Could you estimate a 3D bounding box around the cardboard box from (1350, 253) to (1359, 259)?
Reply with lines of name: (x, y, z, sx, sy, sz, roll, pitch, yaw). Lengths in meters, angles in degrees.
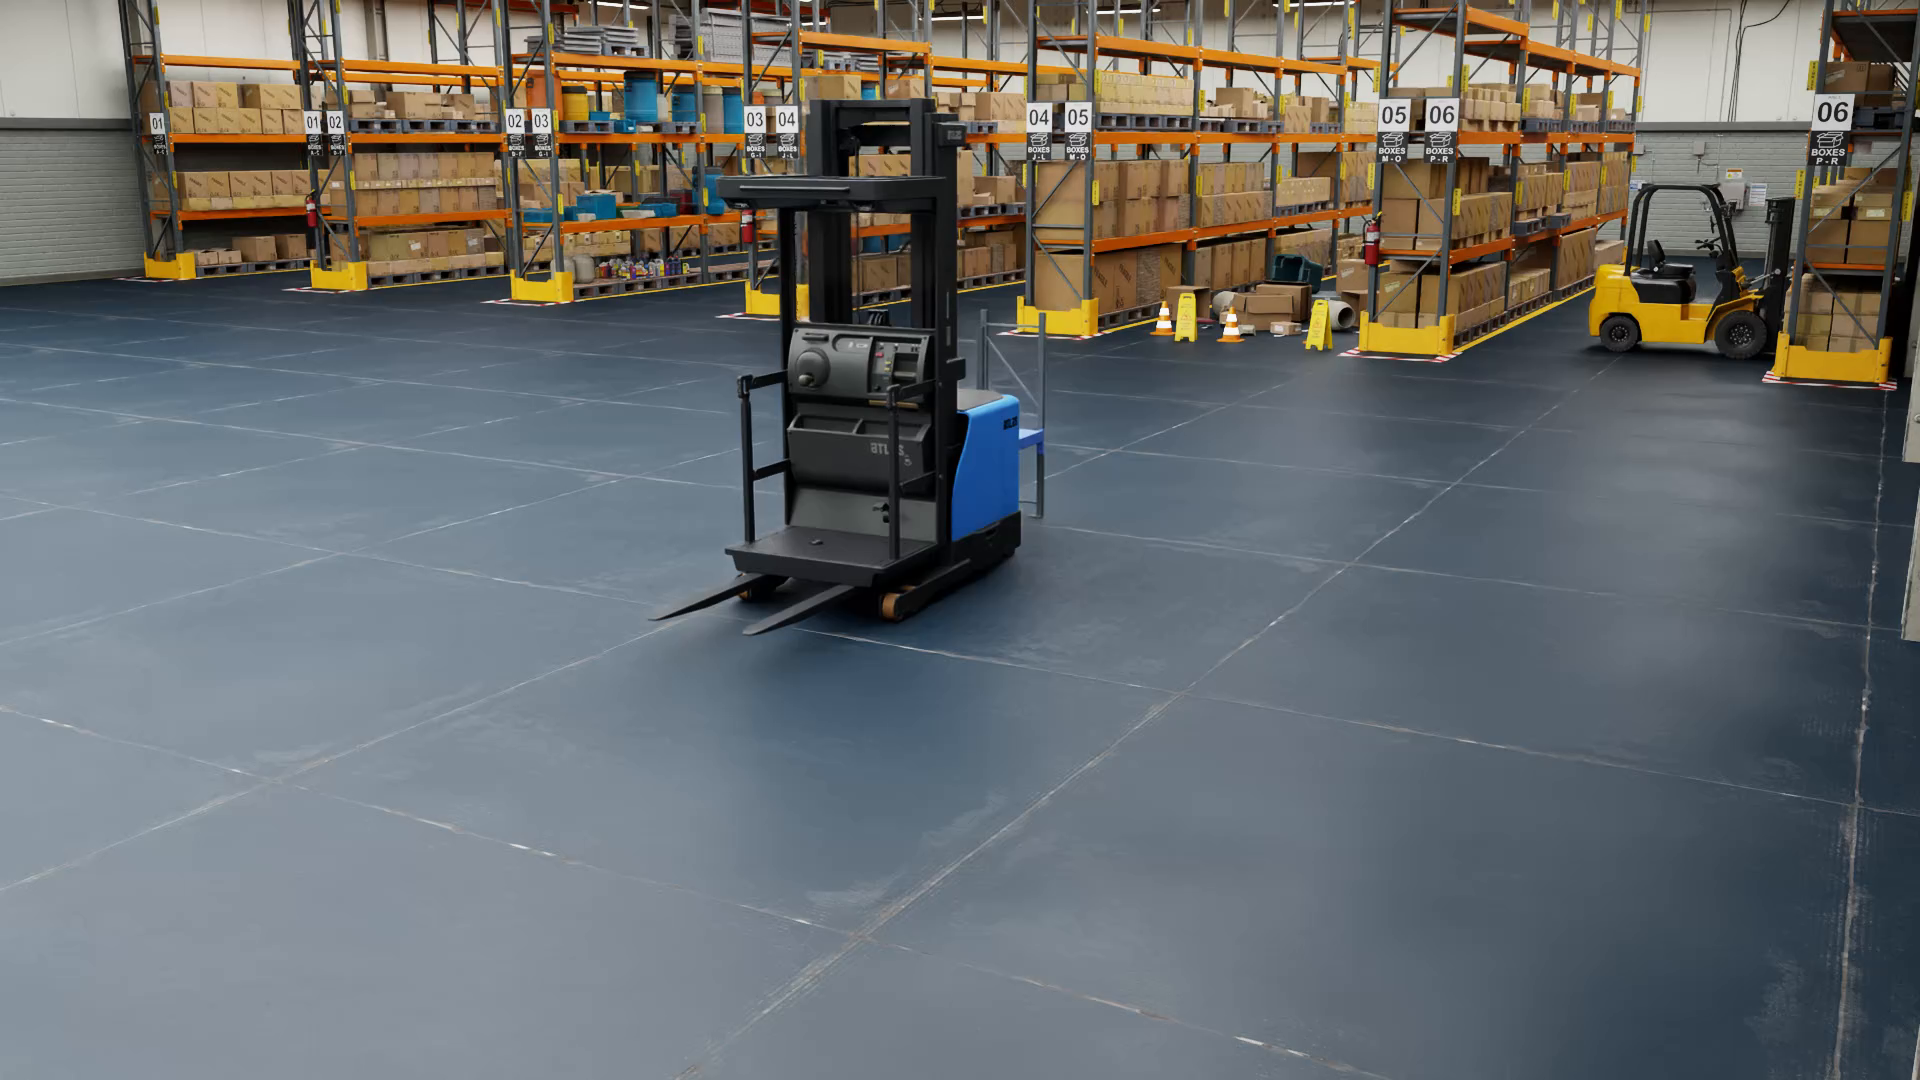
cardboard box: (8.260, -6.042, 35.380, 0.380, 0.149, 0.250, 7, 15, 27)

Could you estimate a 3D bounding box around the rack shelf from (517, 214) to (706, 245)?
rack shelf: (-6.252, -5.657, 30.132, 1.077, 0.370, 4.000, 7, 15, 28)

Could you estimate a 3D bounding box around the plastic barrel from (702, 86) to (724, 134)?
plastic barrel: (-4.913, -8.382, 32.431, 0.600, 0.901, 0.600, 0, 14, 0)

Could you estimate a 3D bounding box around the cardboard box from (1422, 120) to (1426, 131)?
cardboard box: (5.970, -5.459, 21.911, 0.380, 0.149, 0.250, 8, 16, 30)

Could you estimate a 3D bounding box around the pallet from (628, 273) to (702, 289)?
pallet: (-5.646, -4.928, 31.525, 1.003, 0.211, 1.213, 7, 15, 28)

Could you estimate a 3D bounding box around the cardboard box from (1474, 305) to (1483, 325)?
cardboard box: (6.930, -3.131, 23.092, 0.500, 0.250, 0.500, 9, 16, 32)

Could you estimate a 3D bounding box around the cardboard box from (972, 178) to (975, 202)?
cardboard box: (-0.192, -6.476, 30.879, 0.797, 0.503, 0.637, 9, 16, 34)

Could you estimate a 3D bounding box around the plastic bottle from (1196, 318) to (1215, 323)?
plastic bottle: (3.719, -3.314, 25.149, 0.283, 0.061, 0.133, 2, 14, 9)

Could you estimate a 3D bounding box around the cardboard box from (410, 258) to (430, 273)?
cardboard box: (-10.619, -5.316, 32.154, 0.500, 0.250, 0.500, 7, 15, 28)

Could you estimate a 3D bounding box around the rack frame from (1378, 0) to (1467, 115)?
rack frame: (5.792, -6.829, 20.658, 1.000, 3.000, 0.127, 7, 15, 28)

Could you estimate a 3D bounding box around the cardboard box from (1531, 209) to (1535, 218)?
cardboard box: (8.750, -5.108, 25.961, 0.380, 0.149, 0.250, 8, 15, 28)

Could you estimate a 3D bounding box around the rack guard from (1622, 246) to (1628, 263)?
rack guard: (13.538, -5.985, 35.290, 1.175, 0.500, 0.348, 7, 15, 28)

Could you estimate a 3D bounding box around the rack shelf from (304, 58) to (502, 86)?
rack shelf: (-10.586, -8.941, 31.807, 1.077, 0.370, 4.000, 7, 15, 28)

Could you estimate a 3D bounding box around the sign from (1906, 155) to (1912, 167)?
sign: (18.350, -7.283, 32.197, 0.100, 0.325, 0.005, 7, 15, 28)

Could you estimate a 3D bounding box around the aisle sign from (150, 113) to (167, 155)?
aisle sign: (-15.664, -7.934, 32.495, 0.394, 0.787, 0.004, 7, 15, 28)

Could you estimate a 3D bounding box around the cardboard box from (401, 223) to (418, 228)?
cardboard box: (-12.901, -7.354, 38.430, 0.500, 0.250, 0.500, 7, 15, 28)

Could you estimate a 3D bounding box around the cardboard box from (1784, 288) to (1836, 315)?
cardboard box: (10.089, -2.834, 19.726, 0.500, 0.250, 0.500, 8, 16, 30)

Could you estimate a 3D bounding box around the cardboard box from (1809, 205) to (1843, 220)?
cardboard box: (10.061, -3.817, 19.370, 0.380, 0.149, 0.250, 8, 16, 29)

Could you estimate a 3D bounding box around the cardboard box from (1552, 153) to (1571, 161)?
cardboard box: (11.463, -7.323, 31.780, 0.380, 0.149, 0.250, 7, 15, 27)

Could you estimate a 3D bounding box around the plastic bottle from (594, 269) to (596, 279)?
plastic bottle: (-6.715, -4.876, 30.391, 0.097, 0.201, 0.097, 0, 14, 0)

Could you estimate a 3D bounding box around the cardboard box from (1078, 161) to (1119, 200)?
cardboard box: (1.808, -5.245, 24.266, 0.875, 0.550, 0.550, 7, 15, 28)

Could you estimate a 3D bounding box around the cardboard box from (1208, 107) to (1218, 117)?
cardboard box: (4.062, -7.046, 27.388, 0.250, 0.149, 0.380, 7, 15, 28)

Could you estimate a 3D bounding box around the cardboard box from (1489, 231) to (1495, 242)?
cardboard box: (7.349, -4.301, 23.511, 0.380, 0.149, 0.250, 7, 15, 27)

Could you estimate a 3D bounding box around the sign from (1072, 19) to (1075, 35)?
sign: (2.444, -11.012, 35.681, 0.100, 0.325, 0.005, 7, 15, 28)

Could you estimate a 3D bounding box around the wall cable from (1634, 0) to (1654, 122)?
wall cable: (16.030, -11.310, 39.247, 0.463, 3.000, 0.029, 7, 15, 28)

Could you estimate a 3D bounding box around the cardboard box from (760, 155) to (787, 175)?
cardboard box: (-2.834, -5.855, 26.439, 0.500, 0.500, 0.500, 7, 15, 28)

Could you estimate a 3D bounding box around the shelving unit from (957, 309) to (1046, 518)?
shelving unit: (0.158, -0.815, 11.714, 0.538, 1.500, 1.048, 7, 15, 26)

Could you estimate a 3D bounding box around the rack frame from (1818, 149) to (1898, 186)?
rack frame: (12.073, -4.171, 22.435, 1.000, 3.000, 0.127, 7, 15, 28)

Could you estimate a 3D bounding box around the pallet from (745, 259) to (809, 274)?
pallet: (-3.760, -5.727, 34.840, 1.003, 0.211, 1.213, 7, 15, 28)

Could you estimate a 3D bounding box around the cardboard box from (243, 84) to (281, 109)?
cardboard box: (-14.462, -9.186, 34.448, 0.500, 0.500, 0.500, 7, 15, 26)

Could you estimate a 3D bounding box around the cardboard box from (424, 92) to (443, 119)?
cardboard box: (-10.526, -8.436, 32.309, 0.797, 0.503, 0.637, 9, 16, 34)

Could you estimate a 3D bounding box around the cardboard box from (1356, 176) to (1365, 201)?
cardboard box: (8.179, -7.382, 34.906, 0.500, 0.500, 0.500, 7, 15, 27)

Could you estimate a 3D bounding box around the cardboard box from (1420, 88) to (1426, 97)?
cardboard box: (5.855, -5.787, 21.573, 0.380, 0.149, 0.250, 8, 16, 29)

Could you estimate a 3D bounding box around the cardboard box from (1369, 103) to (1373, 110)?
cardboard box: (8.478, -9.142, 35.058, 0.380, 0.149, 0.250, 7, 15, 26)

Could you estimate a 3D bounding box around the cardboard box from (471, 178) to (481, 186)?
cardboard box: (-9.809, -7.158, 33.227, 0.380, 0.149, 0.250, 7, 15, 26)

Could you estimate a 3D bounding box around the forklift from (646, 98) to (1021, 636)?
forklift: (-0.701, -1.073, 9.732, 1.130, 2.935, 3.031, 7, 15, 26)

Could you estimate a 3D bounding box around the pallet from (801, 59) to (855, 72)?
pallet: (-2.976, -10.012, 35.119, 1.213, 0.211, 1.003, 7, 15, 28)

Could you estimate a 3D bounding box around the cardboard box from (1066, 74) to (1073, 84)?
cardboard box: (1.398, -6.587, 23.783, 0.380, 0.149, 0.250, 7, 15, 28)

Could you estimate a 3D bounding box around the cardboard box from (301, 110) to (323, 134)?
cardboard box: (-13.987, -8.924, 35.492, 0.500, 0.500, 0.500, 8, 16, 30)

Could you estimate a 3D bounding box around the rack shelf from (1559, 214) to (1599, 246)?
rack shelf: (10.626, -5.614, 29.955, 1.077, 0.370, 4.000, 7, 15, 28)

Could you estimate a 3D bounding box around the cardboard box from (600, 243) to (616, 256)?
cardboard box: (-7.973, -6.425, 36.755, 0.500, 0.250, 0.500, 7, 15, 27)

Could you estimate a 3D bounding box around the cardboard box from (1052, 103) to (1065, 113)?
cardboard box: (1.274, -6.148, 23.660, 0.380, 0.149, 0.250, 7, 15, 28)

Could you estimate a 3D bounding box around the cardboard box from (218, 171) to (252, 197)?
cardboard box: (-14.895, -7.289, 34.047, 0.500, 0.500, 0.500, 7, 15, 26)

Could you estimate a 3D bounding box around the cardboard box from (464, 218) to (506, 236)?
cardboard box: (-11.554, -7.655, 40.577, 0.750, 0.750, 0.750, 7, 15, 27)

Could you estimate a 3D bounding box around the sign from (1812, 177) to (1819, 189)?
sign: (11.593, -4.755, 22.556, 0.100, 0.325, 0.005, 7, 15, 28)

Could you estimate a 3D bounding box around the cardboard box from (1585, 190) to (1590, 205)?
cardboard box: (11.112, -6.216, 30.170, 0.500, 0.250, 0.500, 8, 16, 29)

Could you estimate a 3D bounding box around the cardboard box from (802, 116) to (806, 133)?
cardboard box: (-2.424, -6.490, 25.973, 0.500, 0.250, 0.500, 8, 16, 30)

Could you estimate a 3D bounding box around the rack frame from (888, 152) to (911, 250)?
rack frame: (-1.418, -8.058, 38.558, 1.000, 3.000, 0.127, 7, 15, 28)

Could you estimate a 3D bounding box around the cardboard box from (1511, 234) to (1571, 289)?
cardboard box: (10.066, -4.857, 28.917, 0.875, 0.875, 0.875, 7, 15, 28)

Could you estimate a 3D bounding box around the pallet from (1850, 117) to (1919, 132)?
pallet: (13.218, -5.979, 23.937, 1.003, 0.211, 1.213, 8, 16, 31)
